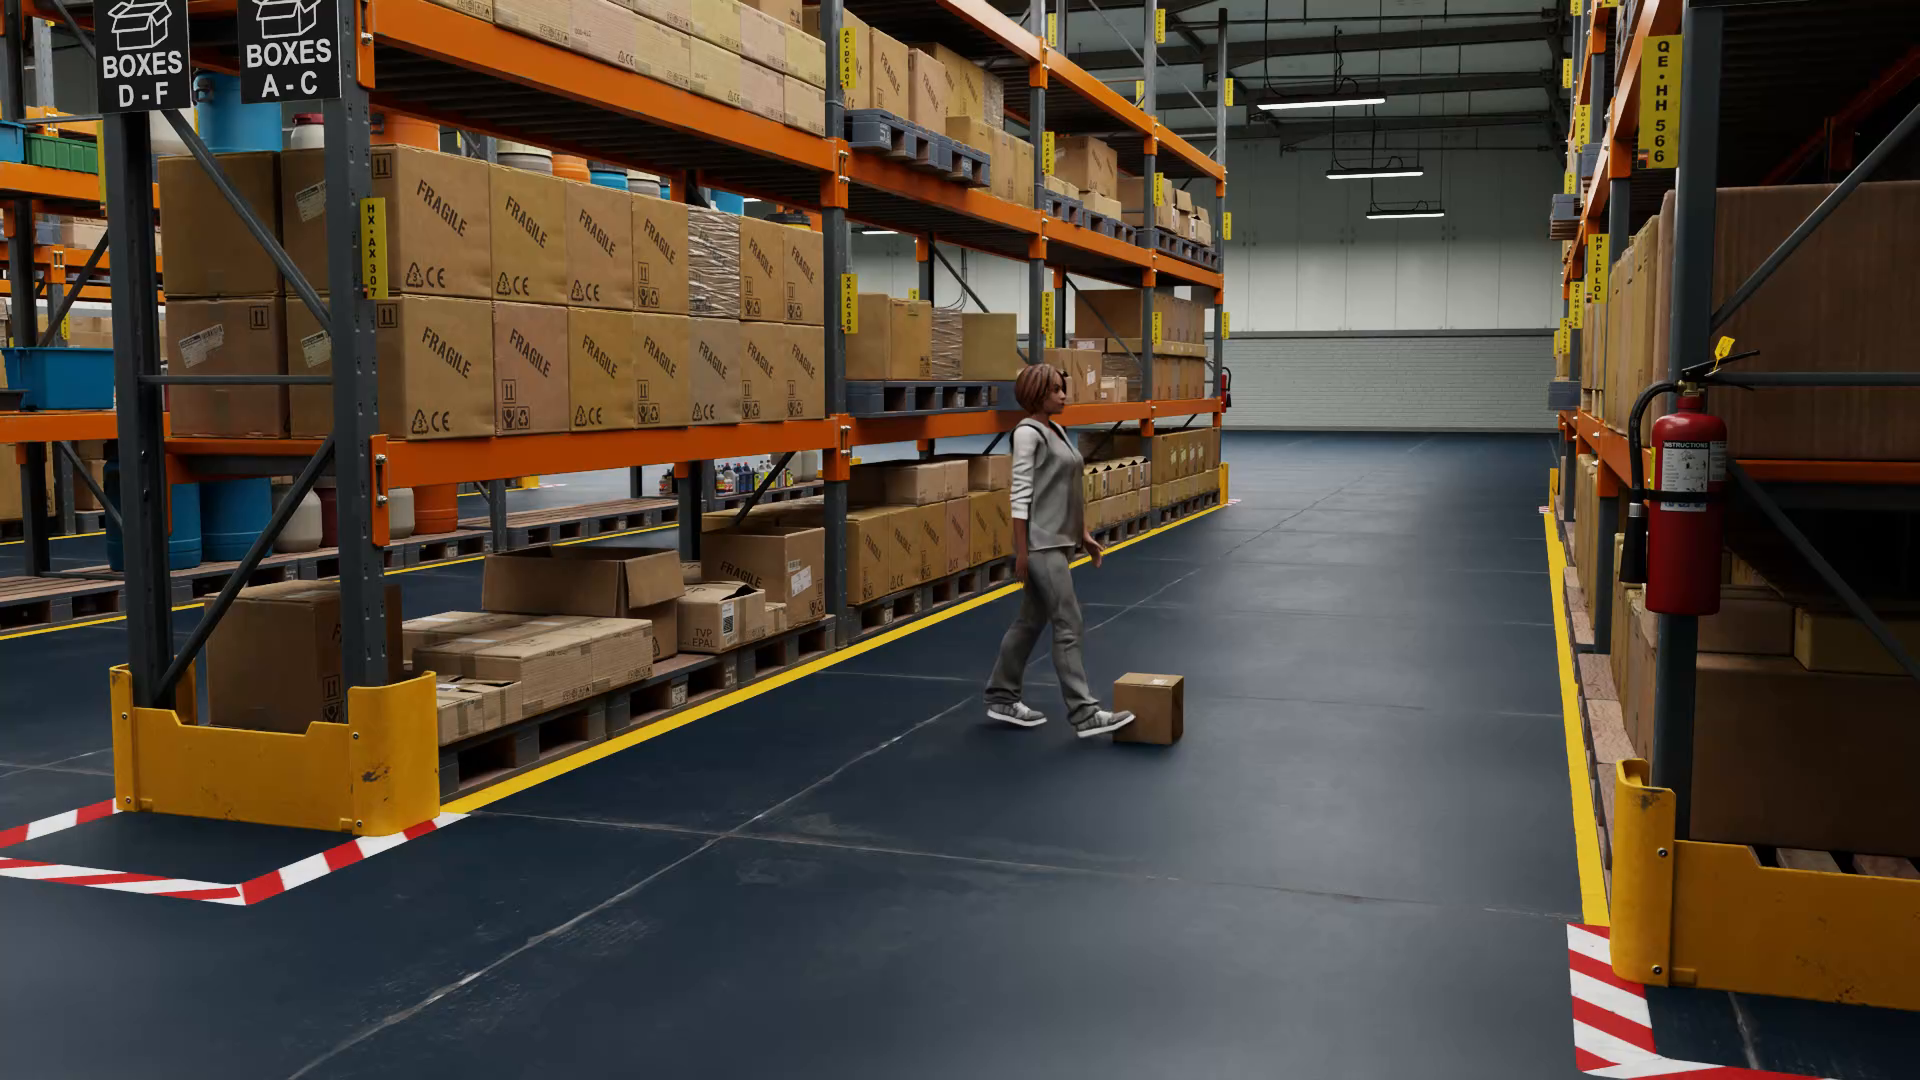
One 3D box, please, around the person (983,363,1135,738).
[{"bbox_3d":[0.431,0.036,7.108,0.722,1.579,0.416,2,6,19],"label":"person"}]
